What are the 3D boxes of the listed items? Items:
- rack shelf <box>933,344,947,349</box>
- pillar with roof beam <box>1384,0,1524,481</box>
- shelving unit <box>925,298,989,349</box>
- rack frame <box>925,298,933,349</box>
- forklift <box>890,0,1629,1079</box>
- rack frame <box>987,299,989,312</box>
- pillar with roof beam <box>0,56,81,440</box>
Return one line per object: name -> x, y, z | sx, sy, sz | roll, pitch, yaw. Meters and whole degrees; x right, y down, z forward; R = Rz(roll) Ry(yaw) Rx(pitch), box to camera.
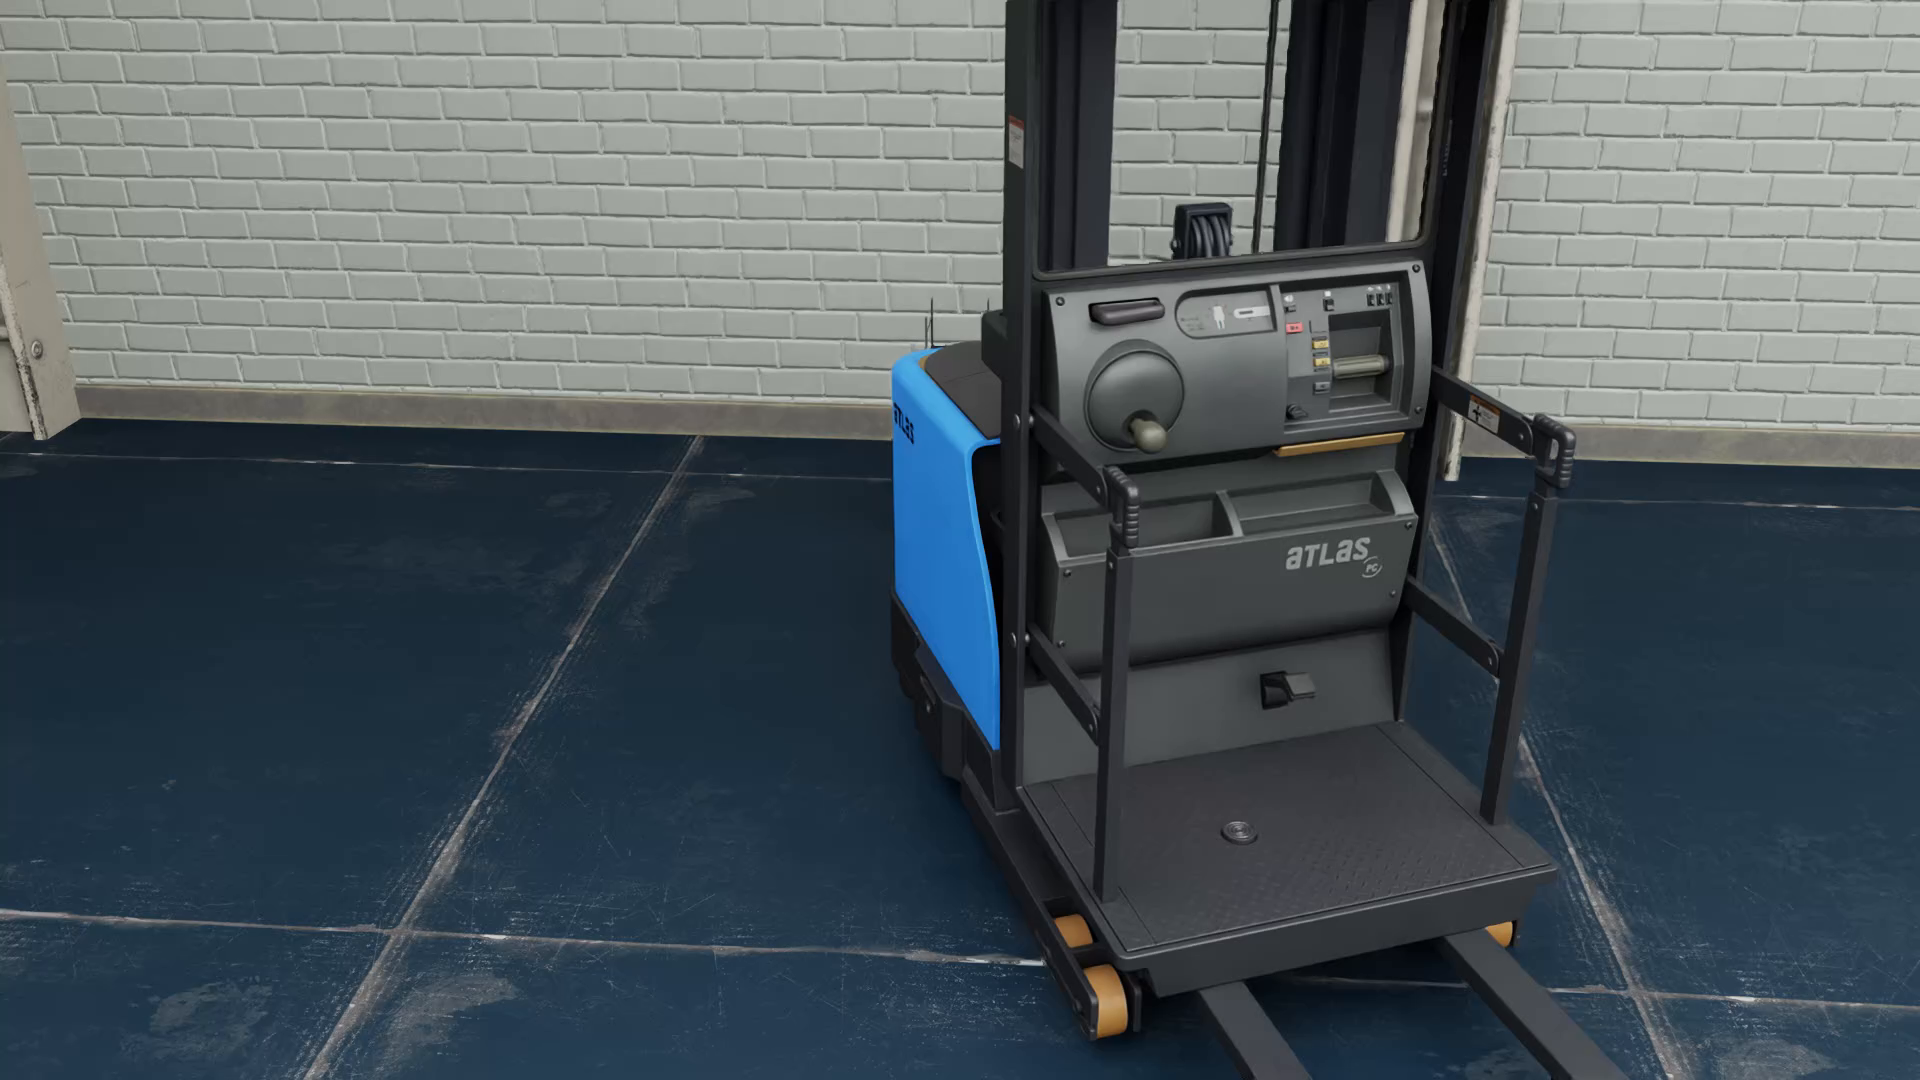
rack shelf -> -0.008, -0.624, 5.964 | 0.200, 0.077, 0.258 | 2, 25, 4
pillar with roof beam -> 1.515, -2.605, 1.146 | 0.400, 9.000, 9.100 | 2, 25, 4
shelving unit -> -0.008, -0.409, 6.062 | 0.210, 0.900, 0.258 | 2, 25, 4
rack frame -> -0.109, -0.412, 6.070 | 0.006, 0.900, 0.240 | 2, 25, 4
forklift -> 0.711, -0.385, 3.580 | 1.130, 2.935, 3.031 | -7, 26, -16
rack frame -> 0.093, -0.406, 6.055 | 0.006, 0.900, 0.240 | 2, 25, 4
pillar with roof beam -> -4.467, -2.797, 1.563 | 0.400, 9.000, 9.100 | 2, 25, 4
